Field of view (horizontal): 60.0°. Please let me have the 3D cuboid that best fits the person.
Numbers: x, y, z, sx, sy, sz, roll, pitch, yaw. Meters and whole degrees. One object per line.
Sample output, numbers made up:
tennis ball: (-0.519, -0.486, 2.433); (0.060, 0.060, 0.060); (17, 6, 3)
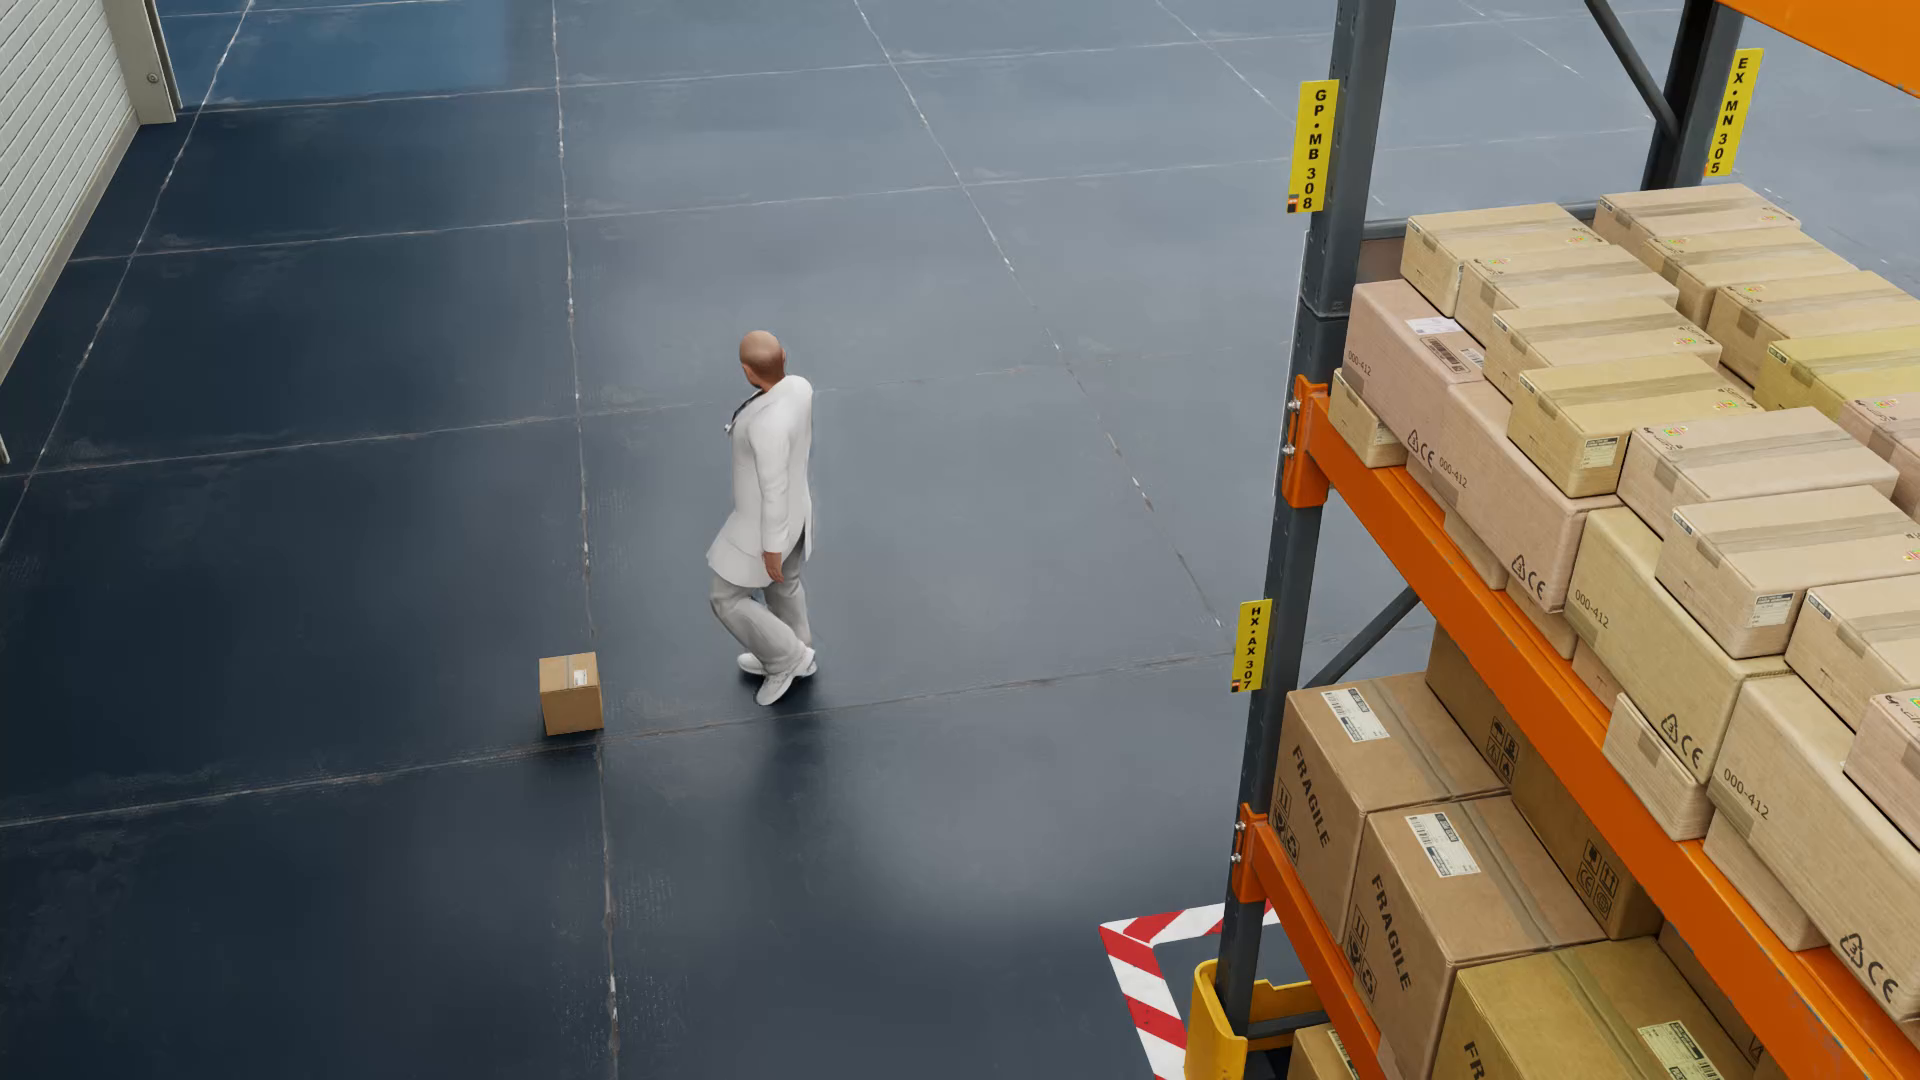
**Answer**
person: (-0.863, -0.078, 7.266); (0.438, 1.812, 0.616); (6, 34, 9)
